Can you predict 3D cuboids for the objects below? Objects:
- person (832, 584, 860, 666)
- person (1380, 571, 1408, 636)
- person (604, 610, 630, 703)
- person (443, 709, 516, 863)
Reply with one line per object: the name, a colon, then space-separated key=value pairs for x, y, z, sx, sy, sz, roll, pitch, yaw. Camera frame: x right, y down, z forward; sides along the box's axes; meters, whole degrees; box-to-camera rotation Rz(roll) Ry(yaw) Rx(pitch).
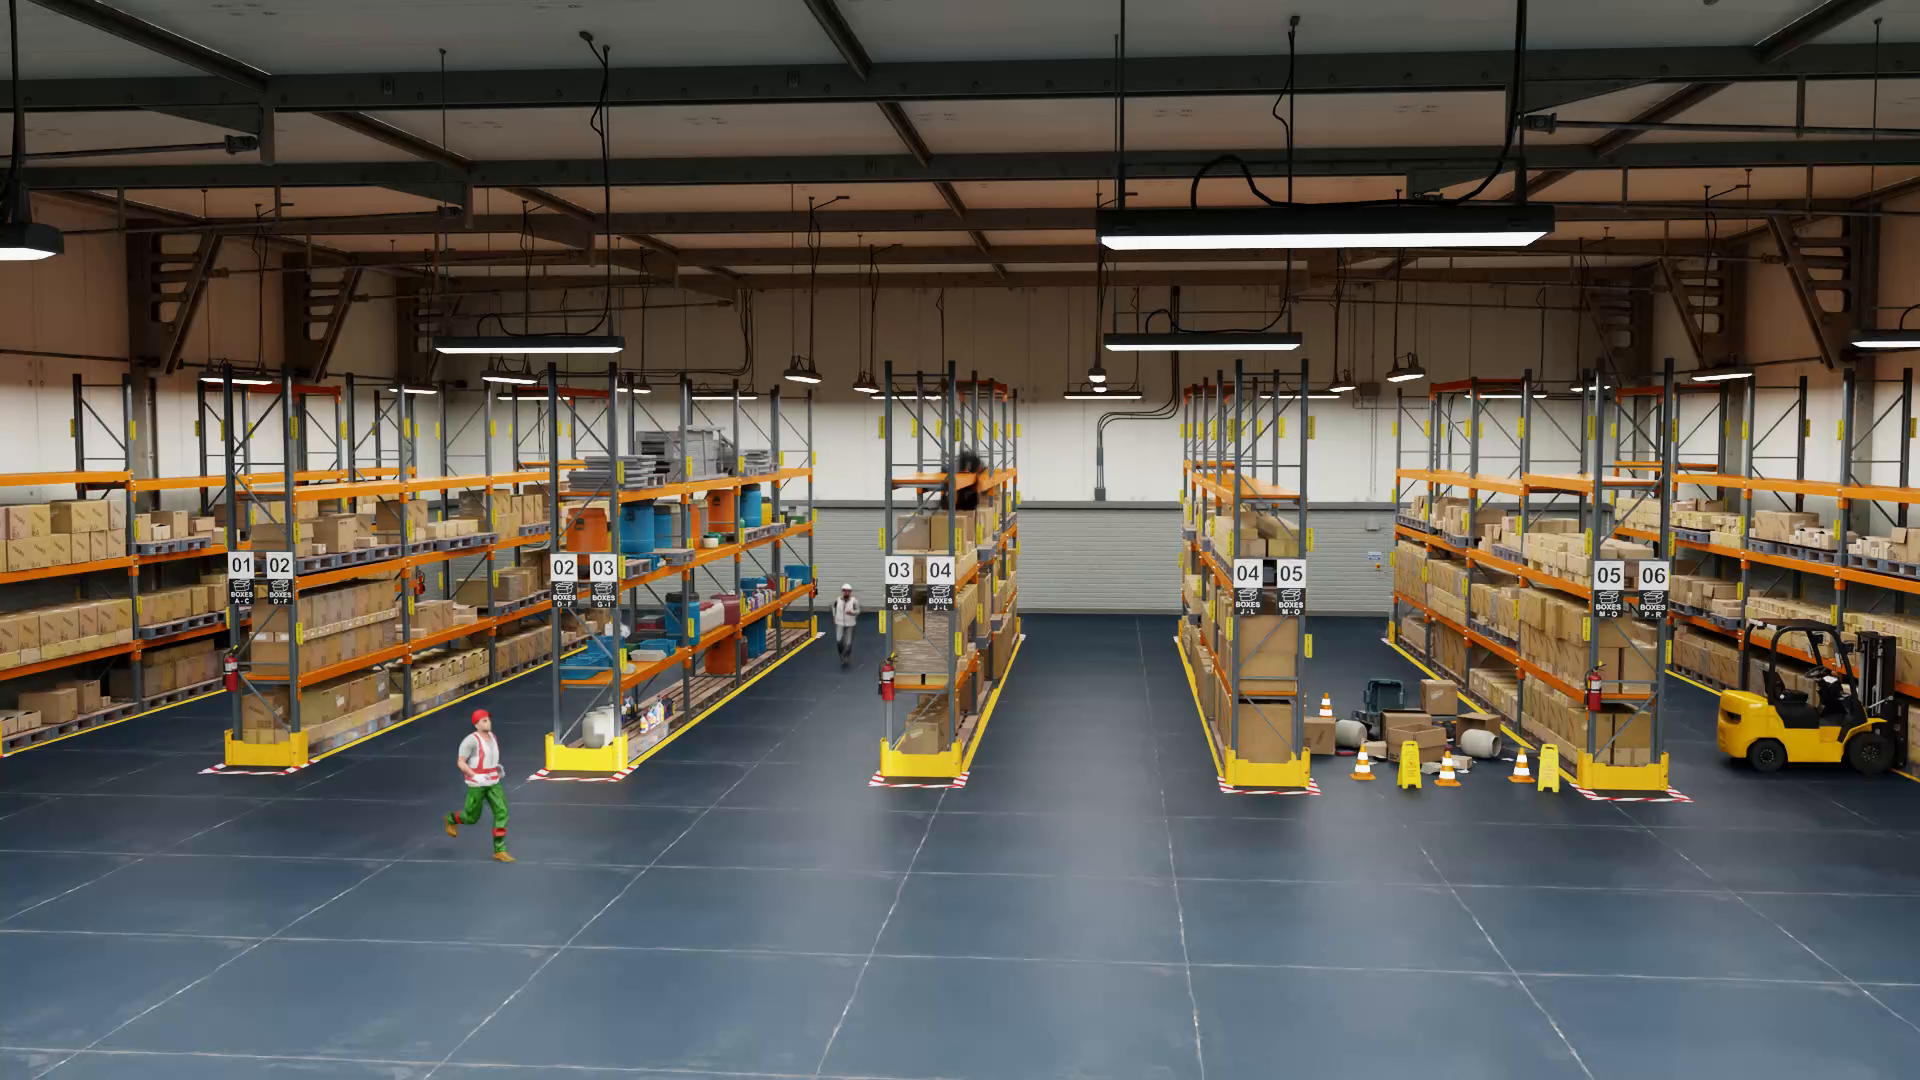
person: x=-2.428 y=1.803 z=35.339 sx=0.642 sy=1.760 sz=0.748 roll=0 pitch=4 yaw=2
person: x=10.659 y=1.487 z=40.278 sx=0.912 sy=1.785 sz=0.685 roll=1 pitch=4 yaw=15
person: x=-6.379 y=2.137 z=30.942 sx=0.599 sy=1.736 sz=0.847 roll=1 pitch=4 yaw=8
person: x=-5.629 y=2.863 z=19.493 sx=1.049 sy=1.765 sz=0.634 roll=2 pitch=5 yaw=33
